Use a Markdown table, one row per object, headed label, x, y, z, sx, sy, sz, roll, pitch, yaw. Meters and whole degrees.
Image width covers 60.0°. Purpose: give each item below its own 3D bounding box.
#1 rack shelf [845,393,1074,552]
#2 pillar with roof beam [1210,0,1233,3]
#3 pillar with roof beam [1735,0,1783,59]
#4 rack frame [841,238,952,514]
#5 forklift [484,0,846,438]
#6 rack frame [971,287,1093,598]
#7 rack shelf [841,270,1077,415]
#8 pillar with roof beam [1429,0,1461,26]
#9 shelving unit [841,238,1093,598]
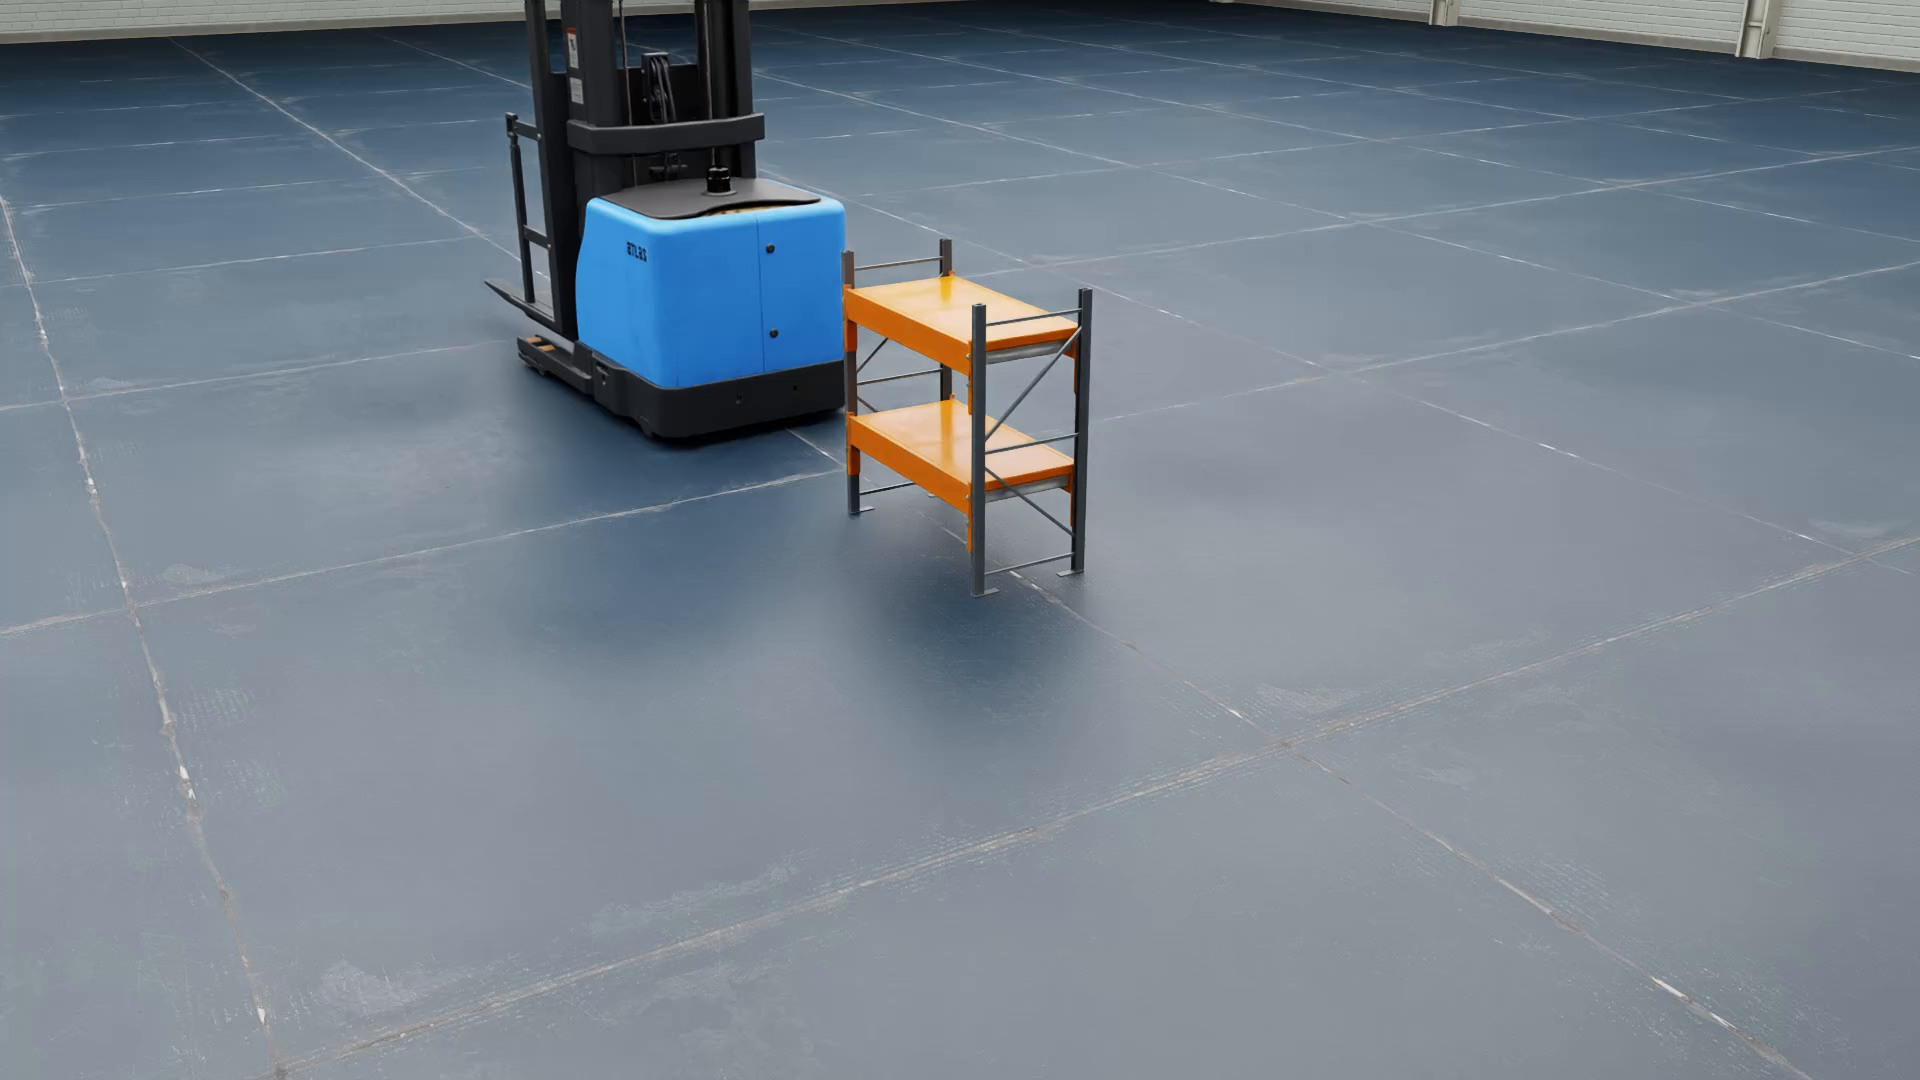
| label | x | y | z | sx | sy | sz | roll | pitch | yaw |
| --- | --- | --- | --- | --- | --- | --- | --- | --- | --- |
| rack shelf | 0.003 | -0.292 | 6.686 | 0.538 | 0.278 | 1.000 | -13 | 25 | -28 |
| pillar with roof beam | 1.560 | -14.154 | 29.683 | 9.100 | 9.000 | 0.400 | -13 | 25 | -28 |
| pillar with roof beam | 7.689 | -10.269 | 20.126 | 9.100 | 9.000 | 0.400 | -13 | 25 | -28 |
| rack frame | -0.256 | -0.683 | 6.999 | 0.500 | 1.125 | 0.032 | -13 | 25 | -28 |
| forklift | -1.775 | -2.336 | 8.667 | 1.130 | 2.935 | 3.031 | -14 | 26 | -31 |
| rack frame | 0.263 | -0.354 | 6.189 | 0.500 | 1.125 | 0.032 | -13 | 25 | -28 |
| rack shelf | 0.003 | -0.790 | 6.484 | 0.538 | 0.278 | 1.000 | -13 | 25 | -28 |
| pillar with roof beam | 4.625 | -12.212 | 24.905 | 9.100 | 9.000 | 0.400 | -13 | 25 | -28 |
| shelving unit | 0.003 | -0.519 | 6.594 | 0.538 | 1.125 | 1.048 | -13 | 25 | -28 |
